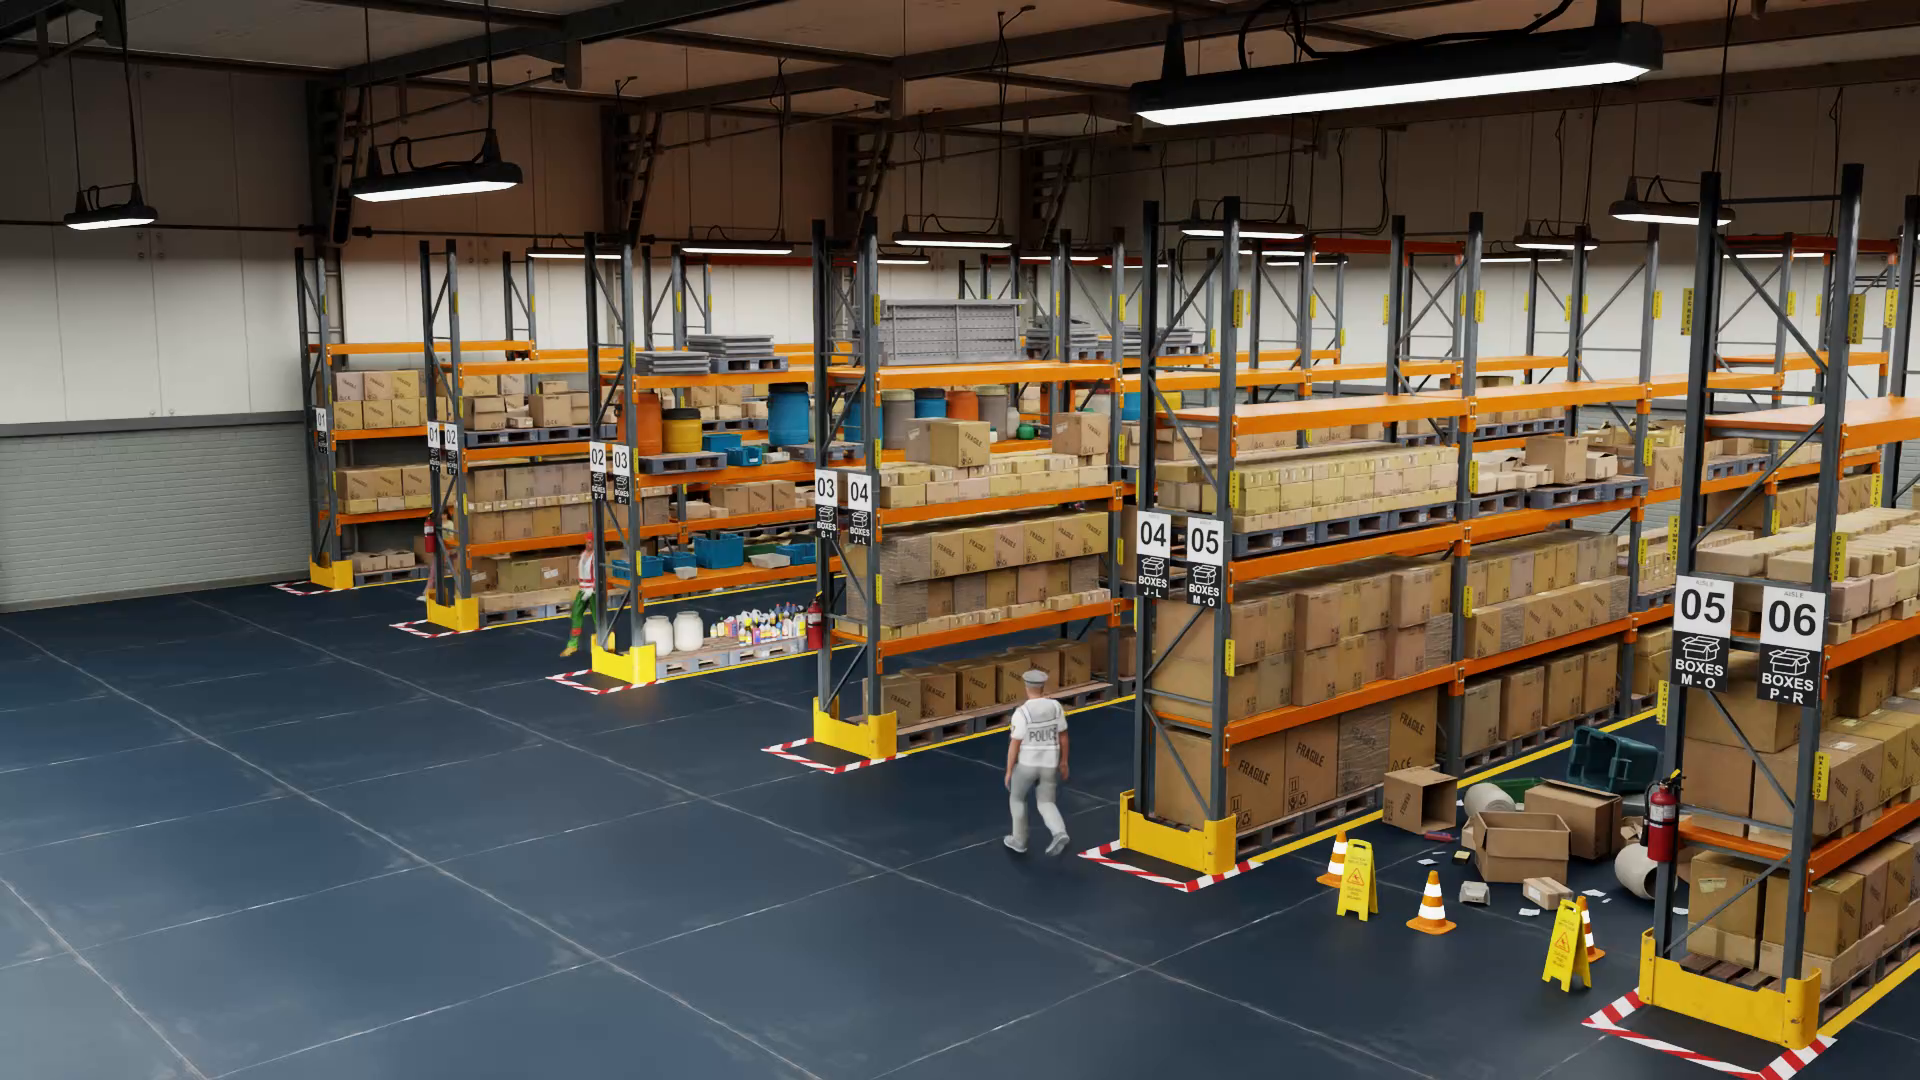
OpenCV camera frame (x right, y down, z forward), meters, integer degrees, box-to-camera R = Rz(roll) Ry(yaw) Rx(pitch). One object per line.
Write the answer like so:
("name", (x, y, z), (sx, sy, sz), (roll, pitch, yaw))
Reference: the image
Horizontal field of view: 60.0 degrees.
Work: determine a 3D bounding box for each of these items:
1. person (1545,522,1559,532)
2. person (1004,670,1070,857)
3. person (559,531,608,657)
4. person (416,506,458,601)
("person", (9.500, 0.472, 26.705), (0.972, 1.540, 0.403), (-8, 12, -44))
("person", (0.720, 2.074, 15.314), (0.633, 1.715, 0.851), (-3, 9, -21))
("person", (-5.385, 0.782, 23.960), (0.627, 1.812, 0.626), (5, 10, 31))
("person", (-8.736, 0.226, 28.103), (0.471, 1.611, 1.042), (2, 9, 15))
